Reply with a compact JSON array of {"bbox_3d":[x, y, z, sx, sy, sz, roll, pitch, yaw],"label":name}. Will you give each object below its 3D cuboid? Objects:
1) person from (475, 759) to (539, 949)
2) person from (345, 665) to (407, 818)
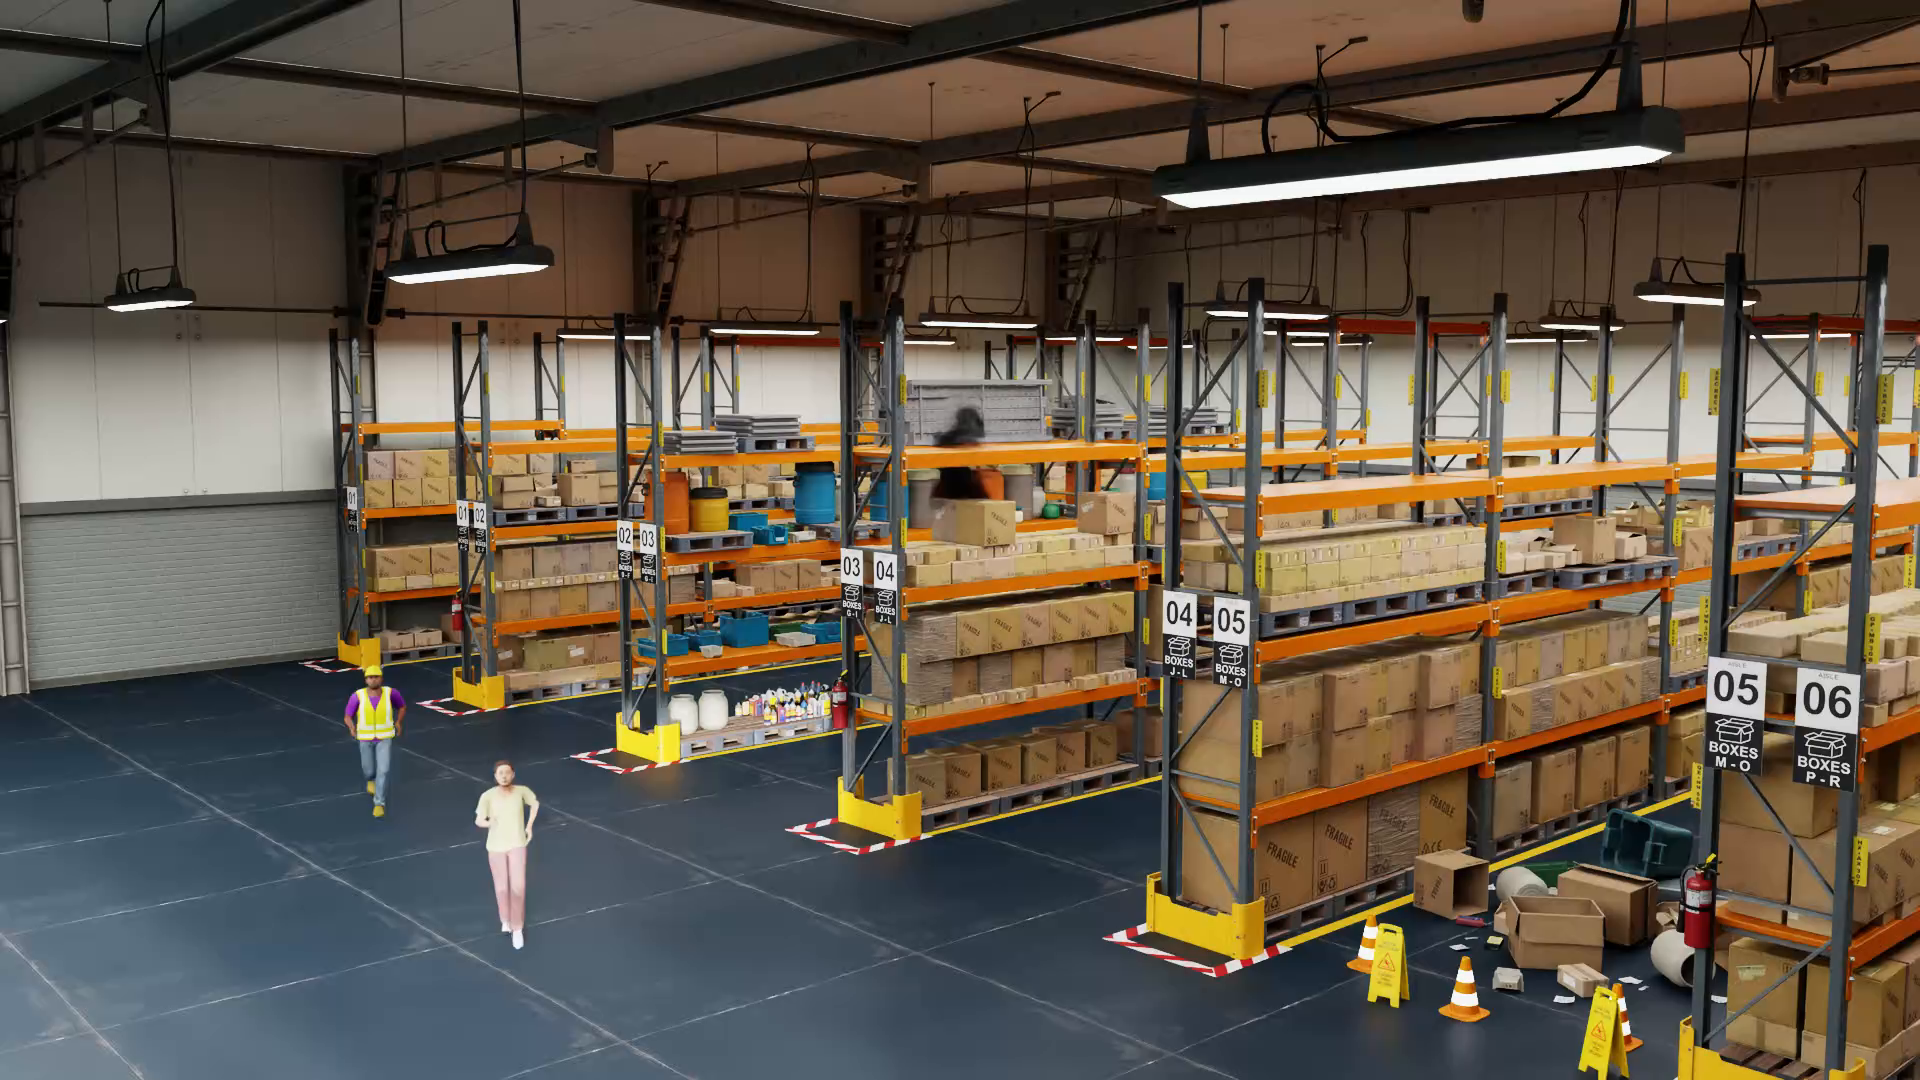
[{"bbox_3d":[-4.124,2.841,15.162,0.558,1.705,0.670,-1,6,-12],"label":"person"},{"bbox_3d":[-6.939,2.356,19.775,0.699,1.758,0.850,-2,6,-18],"label":"person"}]
